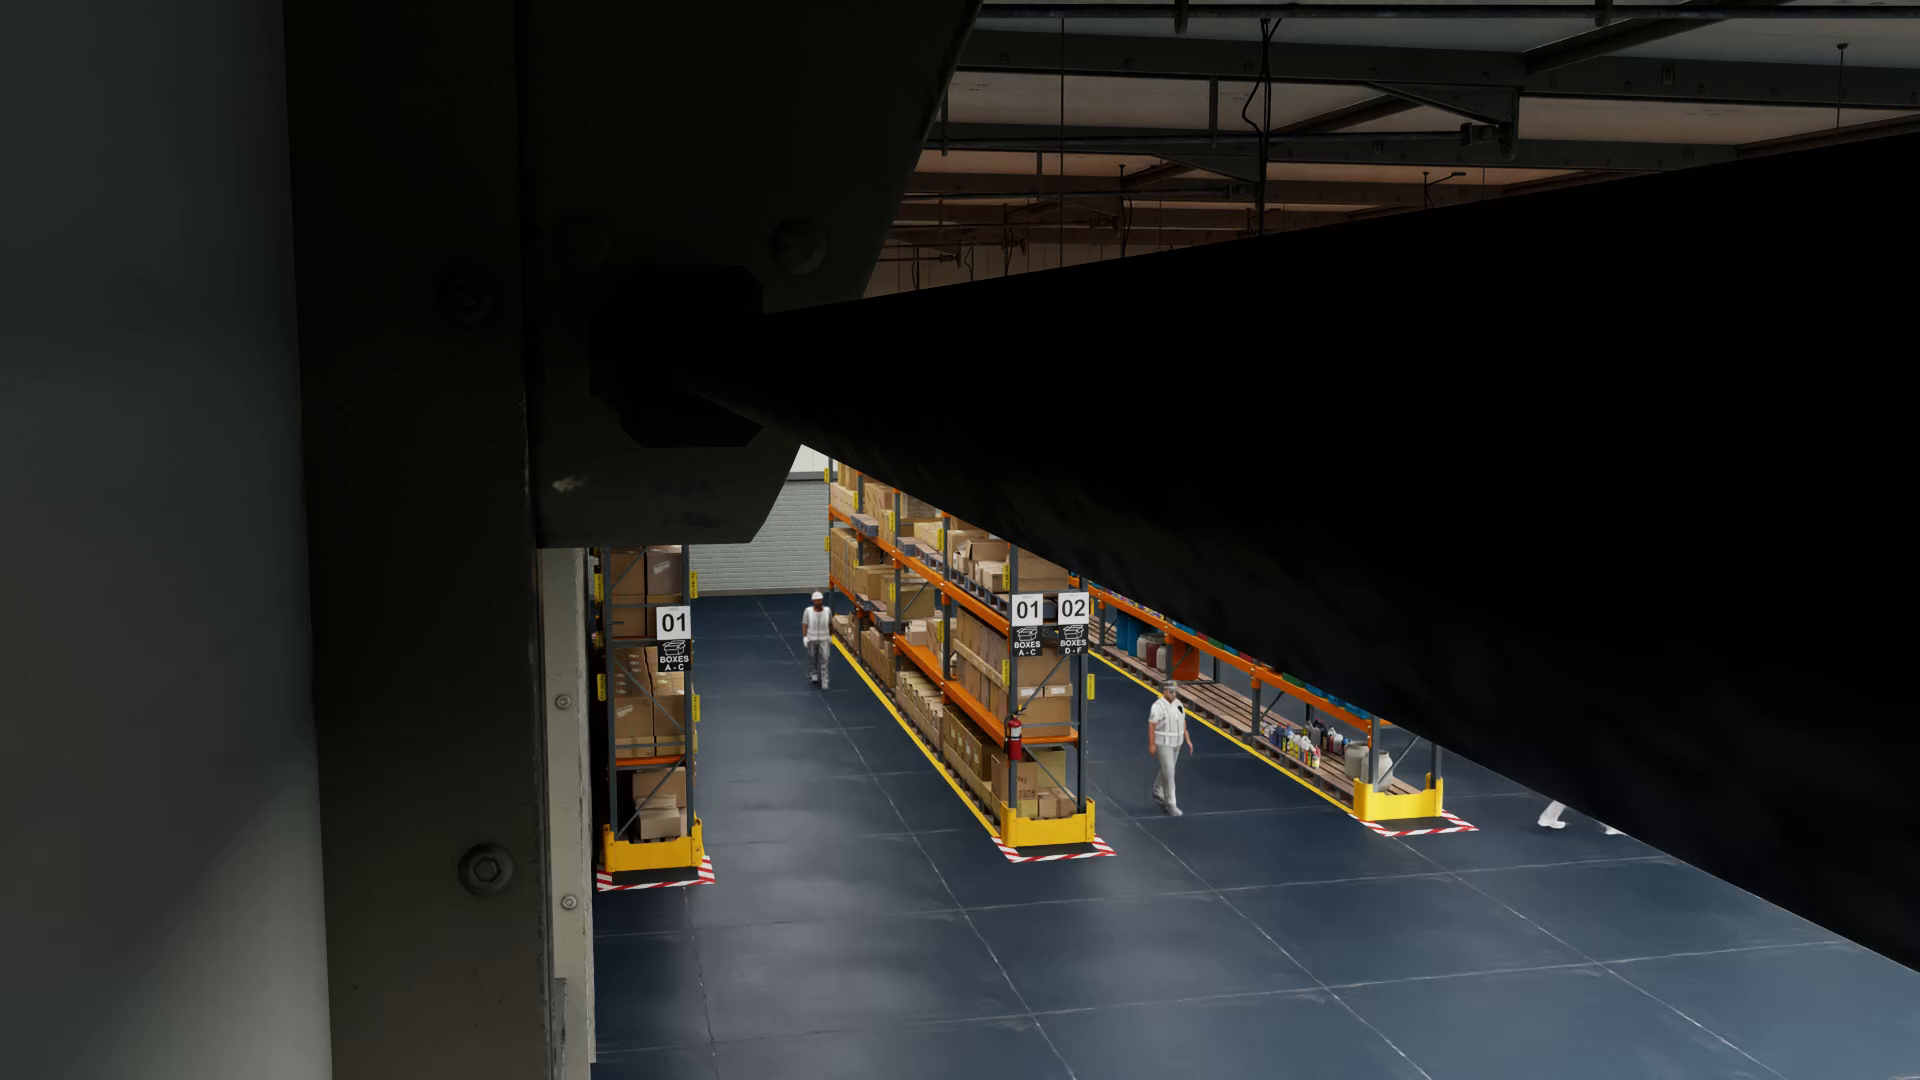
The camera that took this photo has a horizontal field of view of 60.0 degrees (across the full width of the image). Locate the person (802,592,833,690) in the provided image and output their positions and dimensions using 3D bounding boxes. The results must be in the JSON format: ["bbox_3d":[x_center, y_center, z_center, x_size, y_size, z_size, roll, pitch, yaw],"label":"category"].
[{"bbox_3d":[-2.609,1.823,30.560,0.578,1.720,1.043,-1,7,-9],"label":"person"}]

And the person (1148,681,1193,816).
[{"bbox_3d":[2.876,2.782,22.596,0.551,1.767,0.732,-6,9,-42],"label":"person"}]

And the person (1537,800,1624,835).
[{"bbox_3d":[8.036,2.932,21.490,0.992,1.718,0.633,-1,7,-10],"label":"person"}]
